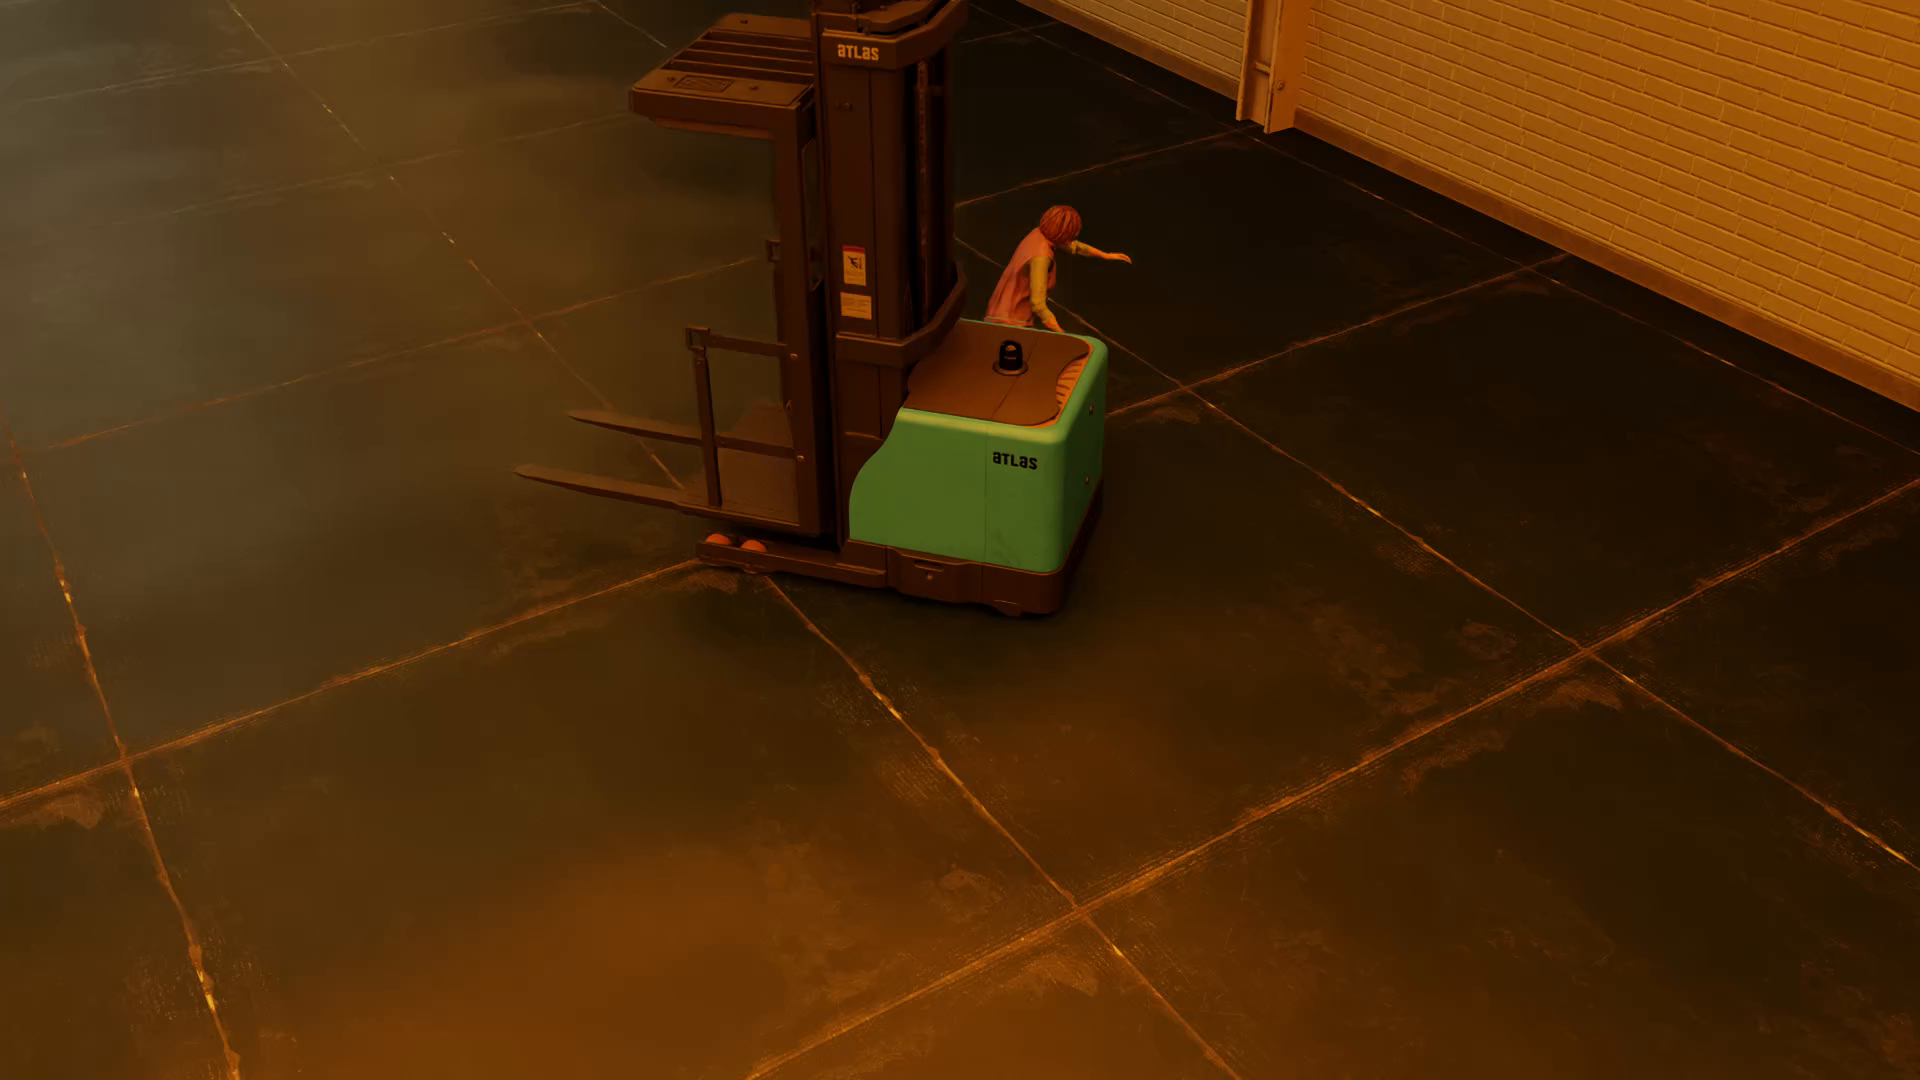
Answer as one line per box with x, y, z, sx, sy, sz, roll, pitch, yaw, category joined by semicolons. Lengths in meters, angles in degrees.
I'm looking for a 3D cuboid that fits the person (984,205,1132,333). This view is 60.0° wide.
0.561;-1.134;9.142;0.849;1.366;1.026;-2;35;-3;person

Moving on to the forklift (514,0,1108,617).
-0.825;-1.308;8.009;3.031;2.935;1.130;10;36;14;forklift
